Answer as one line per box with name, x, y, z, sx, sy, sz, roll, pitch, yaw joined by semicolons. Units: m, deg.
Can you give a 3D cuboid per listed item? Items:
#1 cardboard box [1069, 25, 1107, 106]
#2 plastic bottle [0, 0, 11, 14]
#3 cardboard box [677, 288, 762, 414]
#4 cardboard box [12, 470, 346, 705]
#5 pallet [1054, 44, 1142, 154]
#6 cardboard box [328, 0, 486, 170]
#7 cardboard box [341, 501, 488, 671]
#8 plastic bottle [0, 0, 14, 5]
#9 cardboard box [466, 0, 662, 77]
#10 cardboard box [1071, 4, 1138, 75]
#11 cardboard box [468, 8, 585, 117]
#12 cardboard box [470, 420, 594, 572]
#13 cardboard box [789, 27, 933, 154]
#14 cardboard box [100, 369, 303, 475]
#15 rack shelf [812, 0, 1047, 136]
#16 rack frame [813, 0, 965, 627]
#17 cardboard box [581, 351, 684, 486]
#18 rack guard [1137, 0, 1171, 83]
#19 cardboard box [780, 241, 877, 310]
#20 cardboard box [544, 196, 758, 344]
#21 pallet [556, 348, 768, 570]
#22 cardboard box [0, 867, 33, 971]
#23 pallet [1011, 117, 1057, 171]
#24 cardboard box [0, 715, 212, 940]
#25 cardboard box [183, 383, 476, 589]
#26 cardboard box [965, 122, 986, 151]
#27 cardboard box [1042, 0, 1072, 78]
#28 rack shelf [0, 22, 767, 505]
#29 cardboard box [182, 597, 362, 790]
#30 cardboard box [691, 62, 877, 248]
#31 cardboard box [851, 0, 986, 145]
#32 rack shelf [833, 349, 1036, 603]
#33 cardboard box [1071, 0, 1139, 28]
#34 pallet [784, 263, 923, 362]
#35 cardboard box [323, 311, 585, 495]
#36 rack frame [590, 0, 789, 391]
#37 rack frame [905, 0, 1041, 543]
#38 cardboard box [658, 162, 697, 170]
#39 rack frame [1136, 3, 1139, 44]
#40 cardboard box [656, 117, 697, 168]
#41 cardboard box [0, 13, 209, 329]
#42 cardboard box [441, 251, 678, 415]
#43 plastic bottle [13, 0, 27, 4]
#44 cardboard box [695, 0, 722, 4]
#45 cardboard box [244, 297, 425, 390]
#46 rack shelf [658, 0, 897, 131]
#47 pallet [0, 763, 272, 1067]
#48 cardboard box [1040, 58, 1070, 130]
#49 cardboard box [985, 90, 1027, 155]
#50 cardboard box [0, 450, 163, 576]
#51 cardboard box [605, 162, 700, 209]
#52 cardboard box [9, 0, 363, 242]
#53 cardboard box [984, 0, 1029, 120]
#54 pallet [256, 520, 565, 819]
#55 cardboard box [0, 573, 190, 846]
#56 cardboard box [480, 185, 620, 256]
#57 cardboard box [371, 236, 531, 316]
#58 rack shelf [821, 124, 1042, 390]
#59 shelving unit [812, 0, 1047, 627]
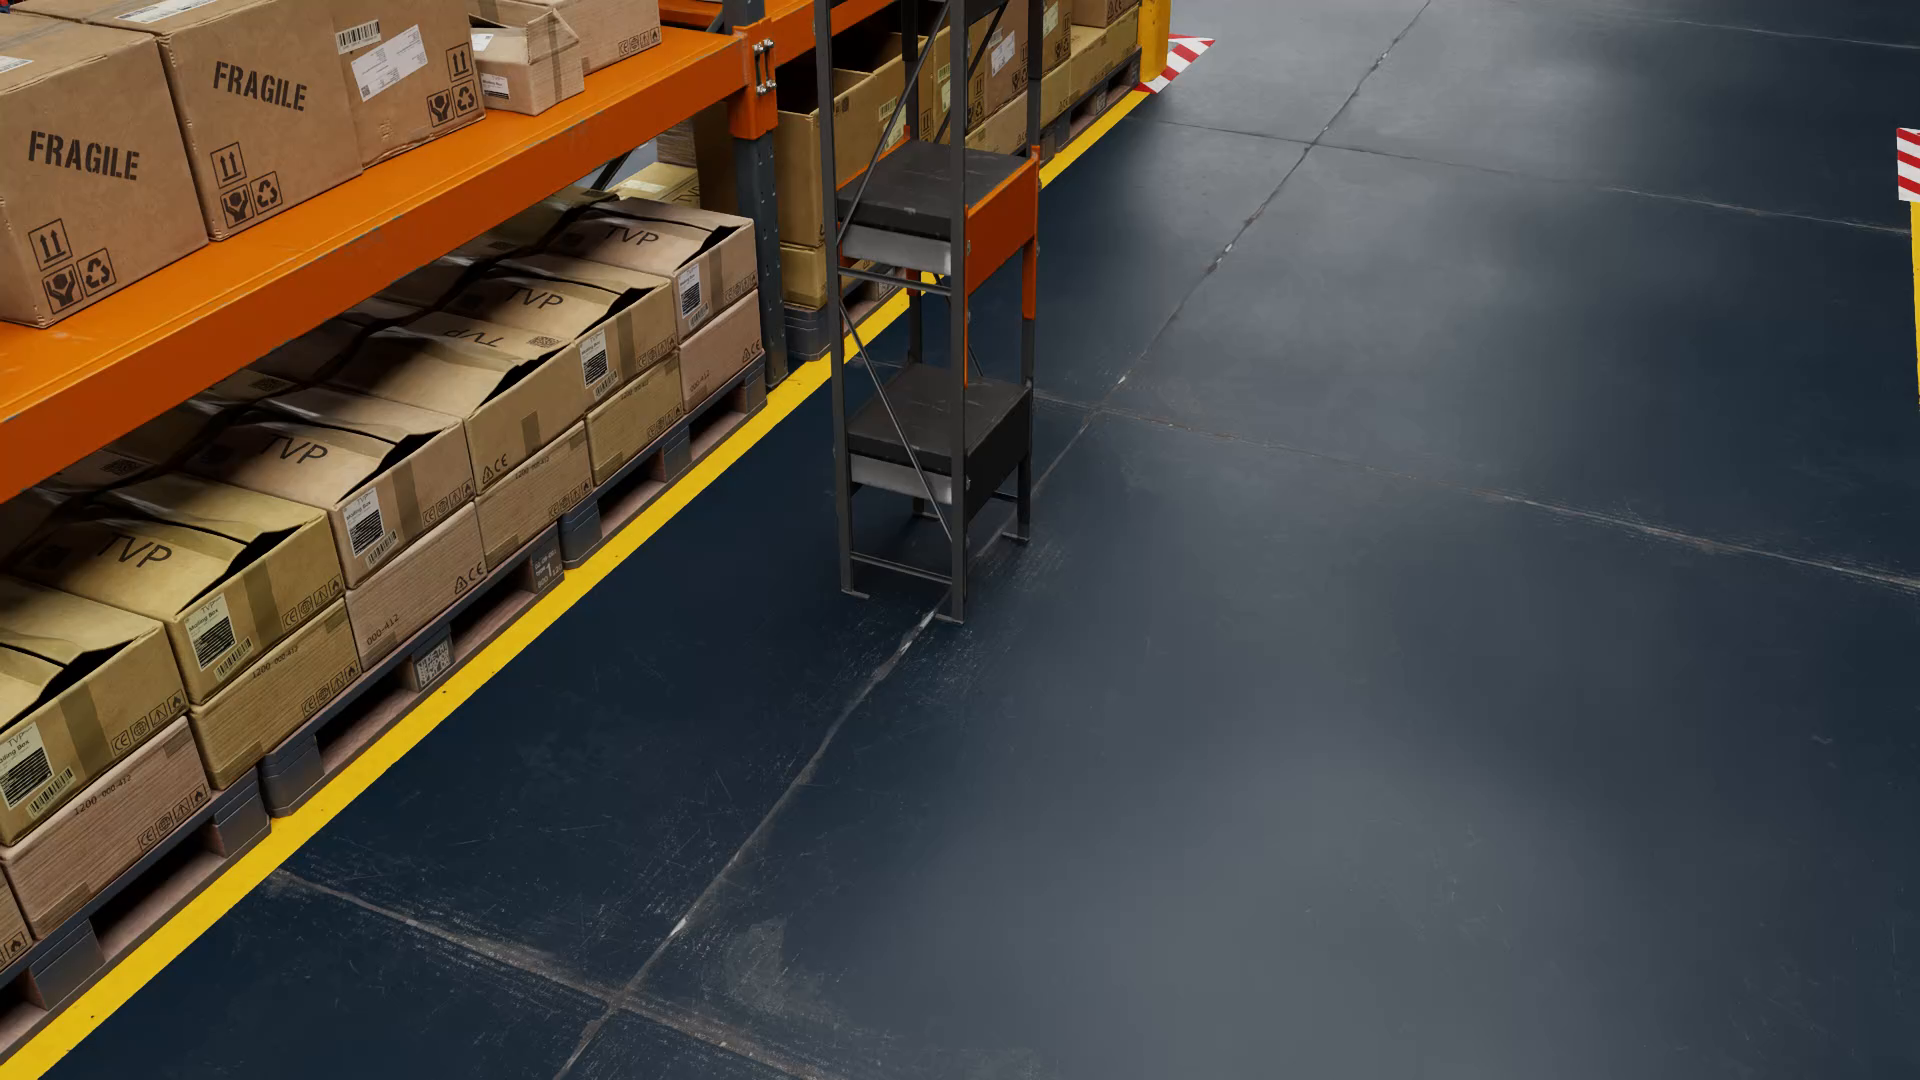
cardboard box;0.404;-2.377;8.264;0.500;0.250;0.500;14;36;20
plastic bottle;-4.819;-2.561;8.435;0.144;0.351;0.185;13;35;18
cardboard box;-1.025;-0.698;5.704;0.500;0.250;0.500;14;36;20
cardboard box;-1.875;0.076;4.012;0.500;0.311;0.500;13;35;19
pallet;0.276;-2.381;8.689;1.003;0.211;1.213;14;36;20
cardboard box;-1.672;-1.346;4.477;0.500;0.500;0.500;17;37;24
cardboard box;-1.667;0.061;4.546;0.500;0.250;0.500;15;36;21
plastic bottle;-5.251;-2.966;9.125;0.097;0.271;0.097;0;33;0
cardboard box;-1.282;-1.628;5.134;0.500;0.250;0.500;17;37;23
cardboard box;0.602;-2.629;8.648;0.500;0.250;0.500;14;36;20
cardboard box;-1.316;-1.409;4.787;0.396;0.266;0.258;13;36;19
cardboard box;-1.452;-0.192;4.932;0.500;0.250;0.500;15;36;22
cardboard box;-0.435;-1.695;6.540;0.500;0.500;0.500;14;36;20
cardboard box;-2.156;-0.291;4.572;0.500;0.311;0.500;15;36;22
rack shelf;-0.069;-1.370;4.172;0.431;0.518;0.480;14;36;20
rack frame;-0.171;-0.674;4.363;0.400;2.100;0.015;14;36;20
cardboard box;-1.239;-0.447;5.321;0.500;0.250;0.500;14;36;20
rack guard;0.568;-2.905;9.224;1.175;0.500;0.348;14;36;20
cardboard box;-0.646;-1.133;6.367;0.500;0.250;0.500;14;36;20
cardboard box;-1.024;-0.939;5.559;0.500;0.311;0.500;14;36;20
pallet;-1.388;-0.404;5.673;1.003;0.211;1.213;14;36;20
cardboard box;-2.303;0.827;3.377;0.500;0.250;0.500;14;36;20
pallet;-0.235;-1.776;7.766;1.003;0.211;1.213;14;36;20
cardboard box;-2.093;0.577;3.760;0.500;0.250;0.500;13;35;19
cardboard box;-1.661;-0.180;4.403;0.500;0.311;0.500;14;36;20
cardboard box;-0.218;-1.629;7.123;0.500;0.250;0.500;14;36;20
cardboard box;0.199;-2.440;7.677;0.500;0.500;0.500;14;36;20
rack shelf;-1.952;-0.649;4.160;1.077;0.370;4.000;14;36;20
cardboard box;-1.881;0.316;4.157;0.500;0.250;0.500;13;36;19
cardboard box;-0.637;-1.444;6.158;0.500;0.500;0.500;14;36;20
cardboard box;-0.219;-1.942;6.917;0.500;0.500;0.500;14;36;20
rack shelf;-0.069;-0.199;4.940;0.431;0.518;0.480;14;36;20
cardboard box;0.604;-2.942;8.442;0.500;0.500;0.500;14;36;20
pallet;-0.745;-1.166;6.836;1.003;0.211;1.213;14;36;20
cardboard box;-1.447;-0.430;4.783;0.500;0.311;0.500;14;36;20
rack frame;-1.115;-1.946;5.482;1.000;3.000;0.127;14;36;20
rack frame;0.033;-0.917;4.734;0.400;2.100;0.015;14;36;20
cardboard box;-0.902;-1.499;6.926;0.500;0.250;0.500;14;36;20
rack frame;0.558;-3.938;8.520;1.000;3.000;0.127;14;36;20
cardboard box;-0.900;-1.813;6.719;0.500;0.500;0.500;14;36;20
cardboard box;-2.102;-0.835;3.696;0.500;0.500;0.500;12;35;18
cardboard box;-1.236;-0.678;5.162;0.500;0.311;0.500;15;36;22
plastic bottle;-5.208;-2.989;9.223;0.097;0.201;0.097;0;33;0
cardboard box;-0.935;-2.210;5.794;0.700;0.500;0.500;13;36;19
cardboard box;-1.944;-0.551;4.968;0.500;0.311;0.500;13;35;19
rack shelf;-0.279;-2.641;7.198;1.077;0.370;4.000;14;36;20
pallet;-2.409;0.812;3.820;1.003;0.211;1.213;14;36;20
cardboard box;0.196;-2.128;7.884;0.500;0.250;0.500;14;36;20
cardboard box;-0.014;-1.879;7.505;0.500;0.250;0.500;14;36;20
cardboard box;-2.368;-0.042;4.192;0.500;0.311;0.500;14;36;20
cardboard box;-1.120;-1.253;6.549;0.500;0.250;0.500;14;36;20
cardboard box;-1.881;-1.097;4.096;0.500;0.500;0.500;14;36;21
cardboard box;-0.011;-2.192;7.298;0.500;0.500;0.500;14;36;20
pallet;-1.897;0.206;4.743;1.003;0.211;1.213;14;36;20
cardboard box;-2.091;0.329;3.626;0.500;0.311;0.500;13;36;19
cardboard box;-1.514;-1.057;5.740;0.500;0.311;0.500;14;36;21
cardboard box;-1.729;-0.809;5.362;0.500;0.311;0.500;14;36;20
rack shelf;-0.069;-0.784;4.556;0.431;0.518;0.480;14;36;20
shelving unit;-0.069;-0.796;4.549;0.431;2.100;0.503;14;36;20
